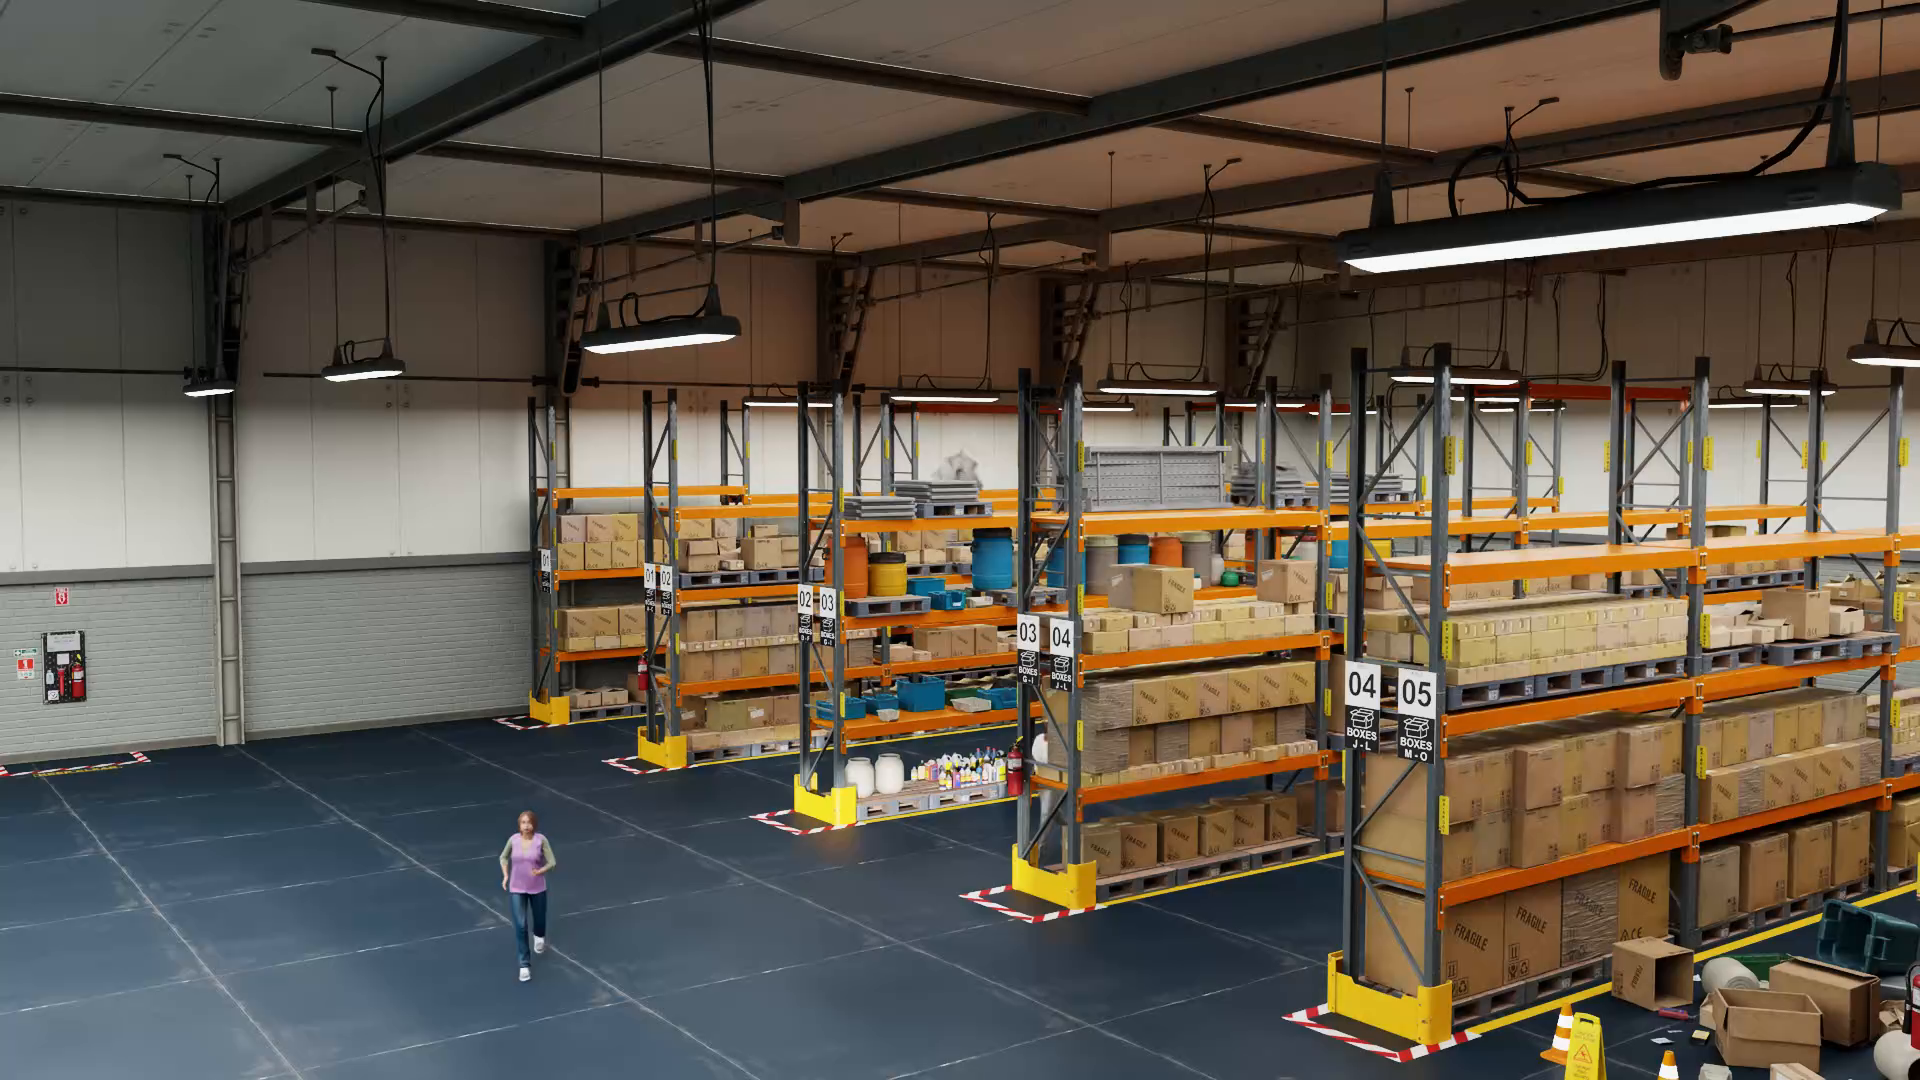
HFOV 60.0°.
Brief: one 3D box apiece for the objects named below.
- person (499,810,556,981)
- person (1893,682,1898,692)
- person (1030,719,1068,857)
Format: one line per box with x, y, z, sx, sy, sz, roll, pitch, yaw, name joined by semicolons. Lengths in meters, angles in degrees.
-4.211;3.423;16.197;0.547;1.550;0.822;-1;3;-10;person
13.447;2.886;23.950;0.849;1.696;0.666;-2;4;-25;person
1.126;3.026;20.761;0.962;1.771;0.695;-3;4;-41;person
